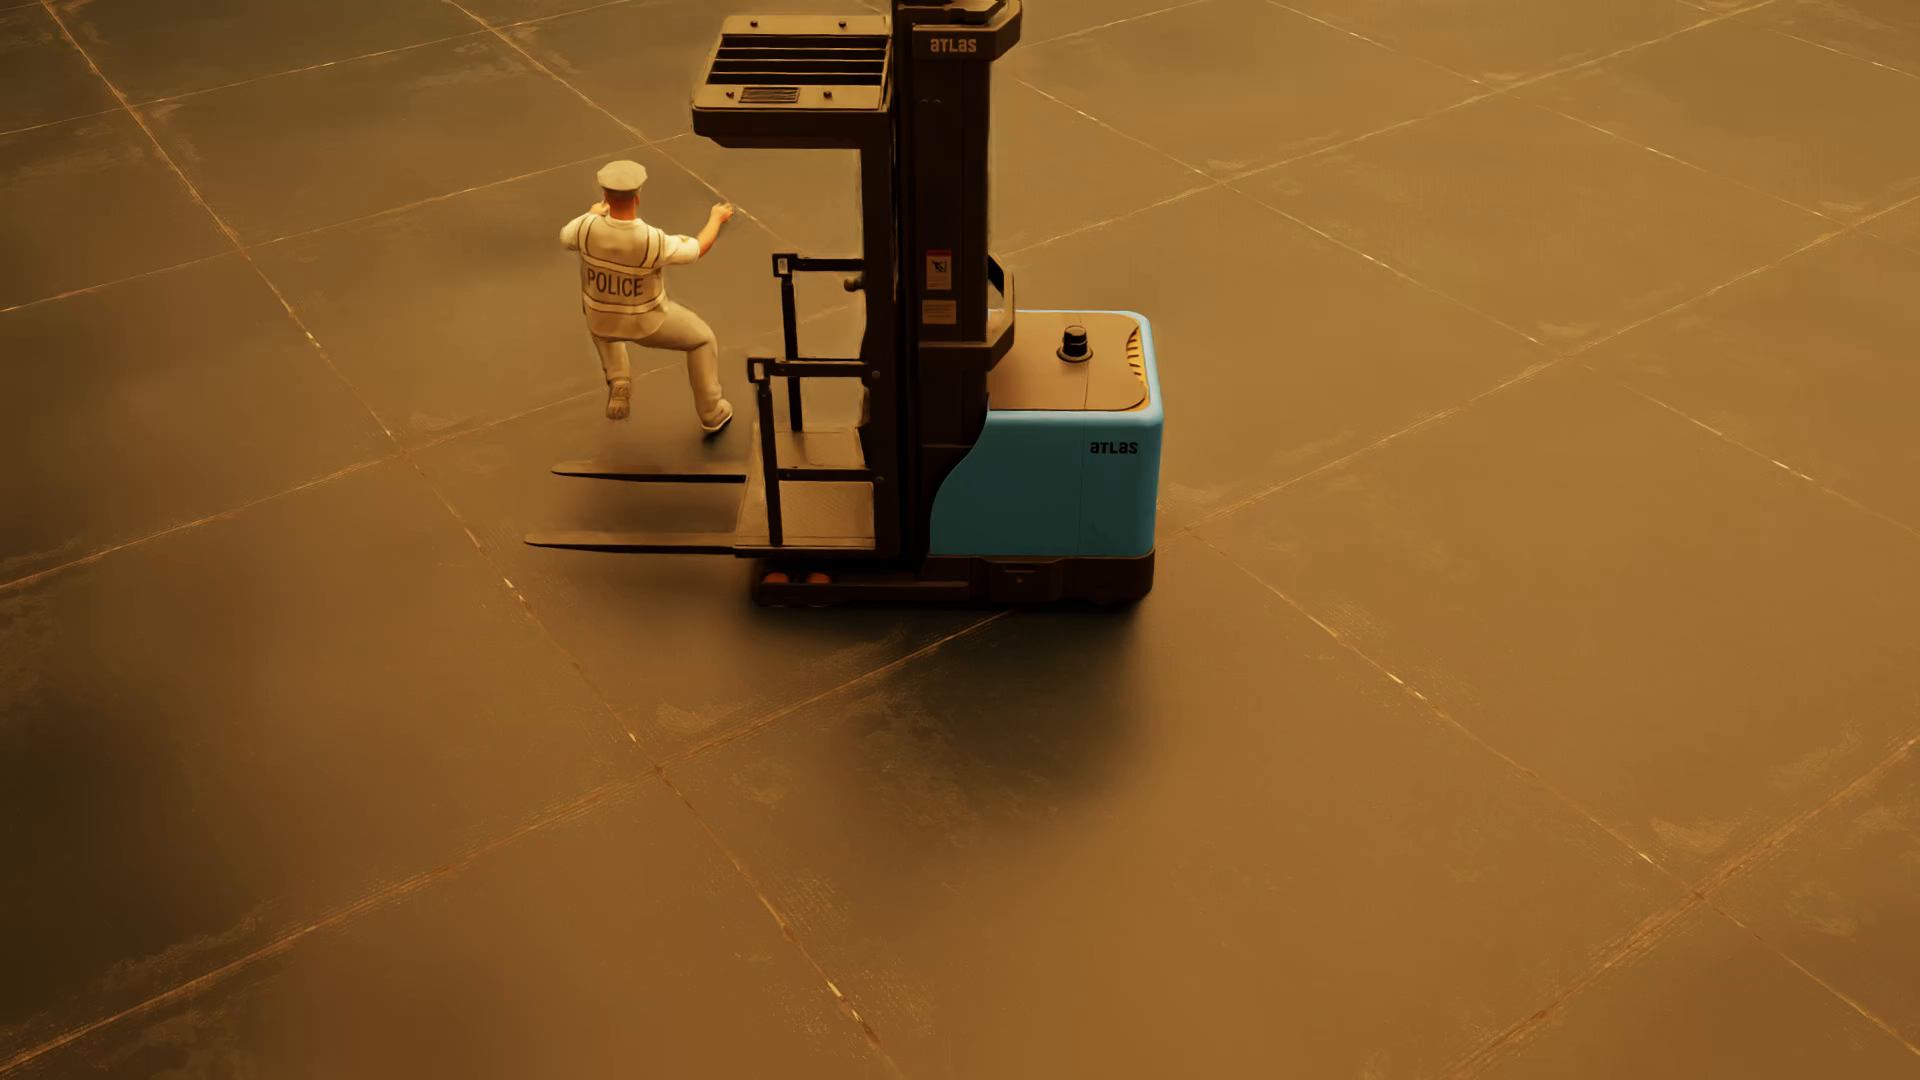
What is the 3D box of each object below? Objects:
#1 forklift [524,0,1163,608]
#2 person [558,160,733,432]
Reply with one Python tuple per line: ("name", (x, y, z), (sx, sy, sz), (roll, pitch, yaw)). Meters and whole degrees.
("forklift", (-0.586, -1.169, 7.525), (3.031, 2.935, 1.130), (1, 36, 1))
("person", (17.514, -0.138, 1.029), (40.372, 9.001, 10.870), (3, 37, 5))
